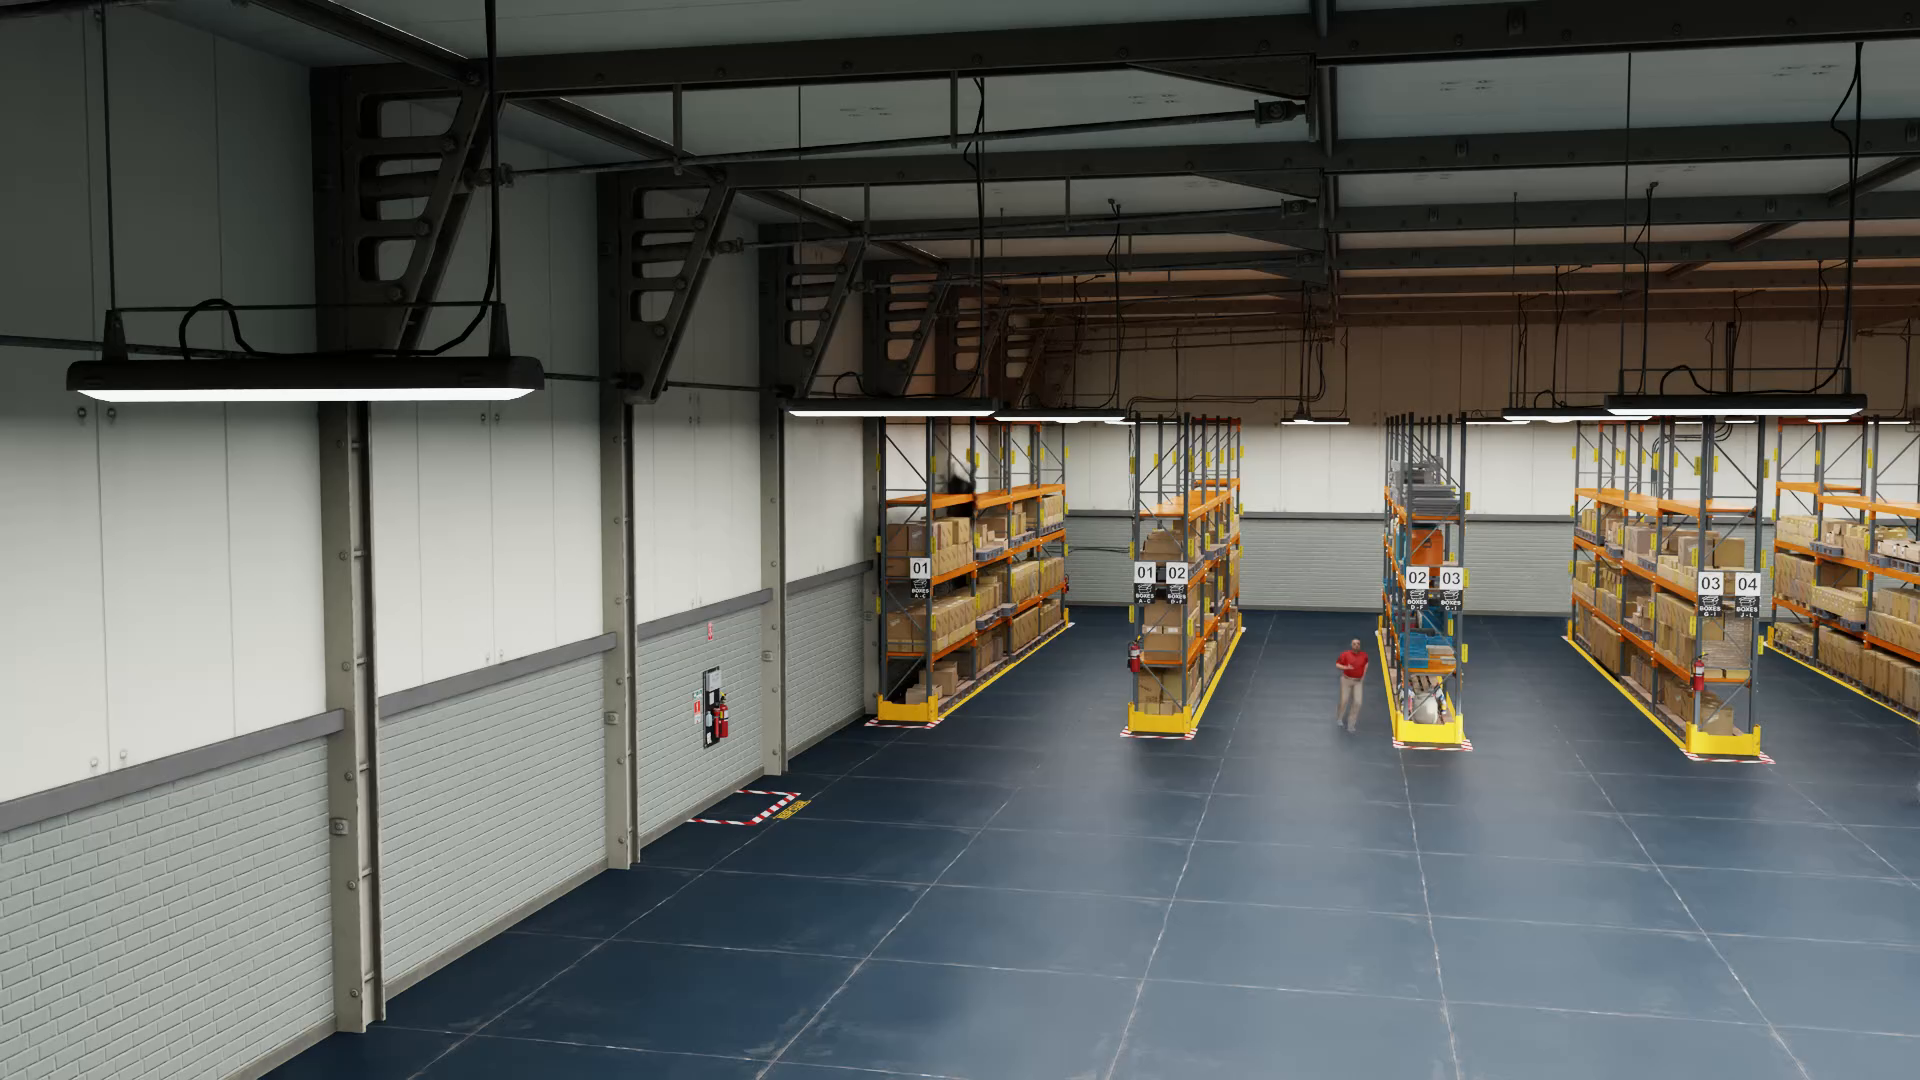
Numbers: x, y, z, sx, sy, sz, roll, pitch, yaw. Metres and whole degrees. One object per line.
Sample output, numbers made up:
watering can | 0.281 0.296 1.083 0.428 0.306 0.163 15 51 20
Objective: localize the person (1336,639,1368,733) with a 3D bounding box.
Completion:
person | 7.427 2.756 31.473 0.645 1.801 0.768 0 4 2

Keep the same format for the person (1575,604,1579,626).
person | 17.328 1.809 46.139 0.536 1.602 0.550 2 4 27
